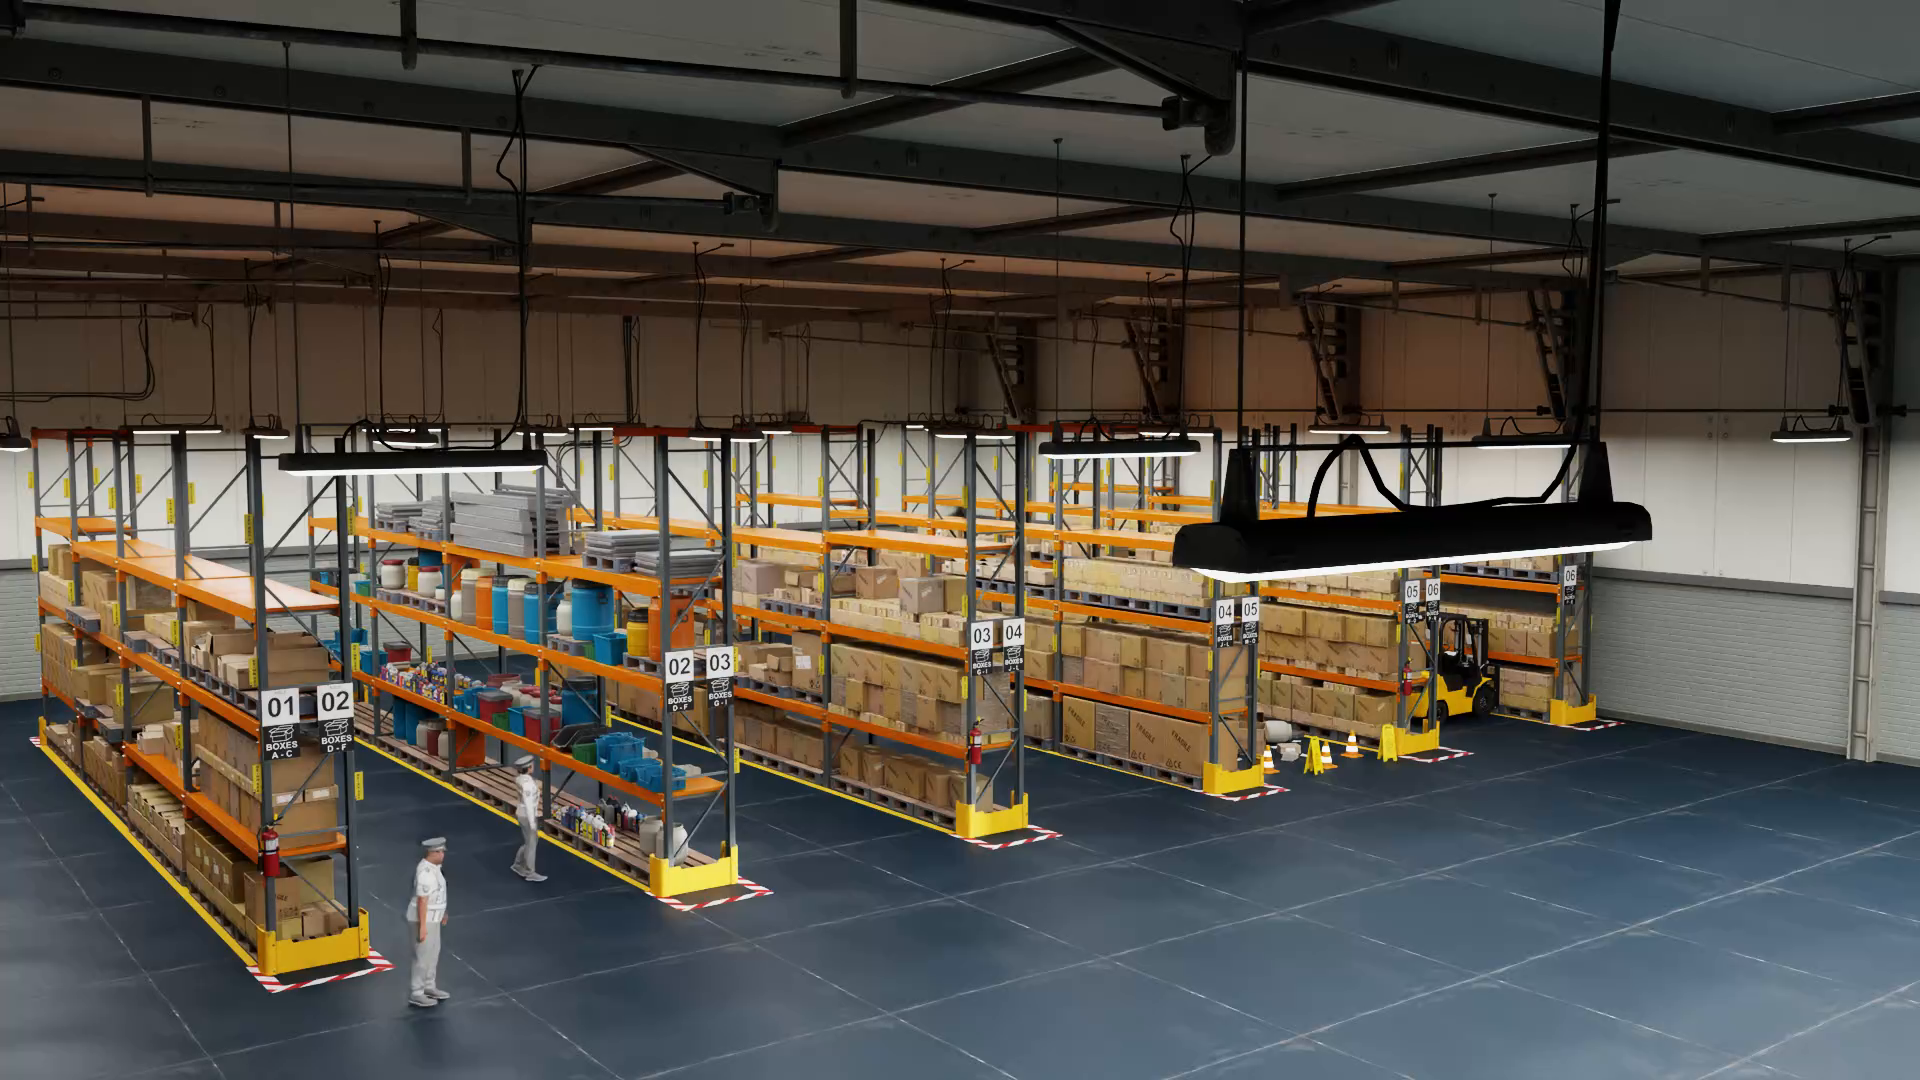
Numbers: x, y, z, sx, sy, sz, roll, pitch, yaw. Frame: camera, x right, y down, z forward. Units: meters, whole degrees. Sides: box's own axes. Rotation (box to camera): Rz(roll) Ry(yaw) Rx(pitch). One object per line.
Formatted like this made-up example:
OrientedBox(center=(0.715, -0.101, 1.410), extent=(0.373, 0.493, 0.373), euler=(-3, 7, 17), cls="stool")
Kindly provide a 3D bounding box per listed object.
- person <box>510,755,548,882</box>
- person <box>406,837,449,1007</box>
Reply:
OrientedBox(center=(-5.818, 3.743, 22.391), extent=(0.471, 1.700, 0.544), euler=(-1, 5, -17), cls="person")
OrientedBox(center=(-5.695, 4.066, 17.778), extent=(0.430, 1.754, 0.589), euler=(-1, 5, -11), cls="person")
